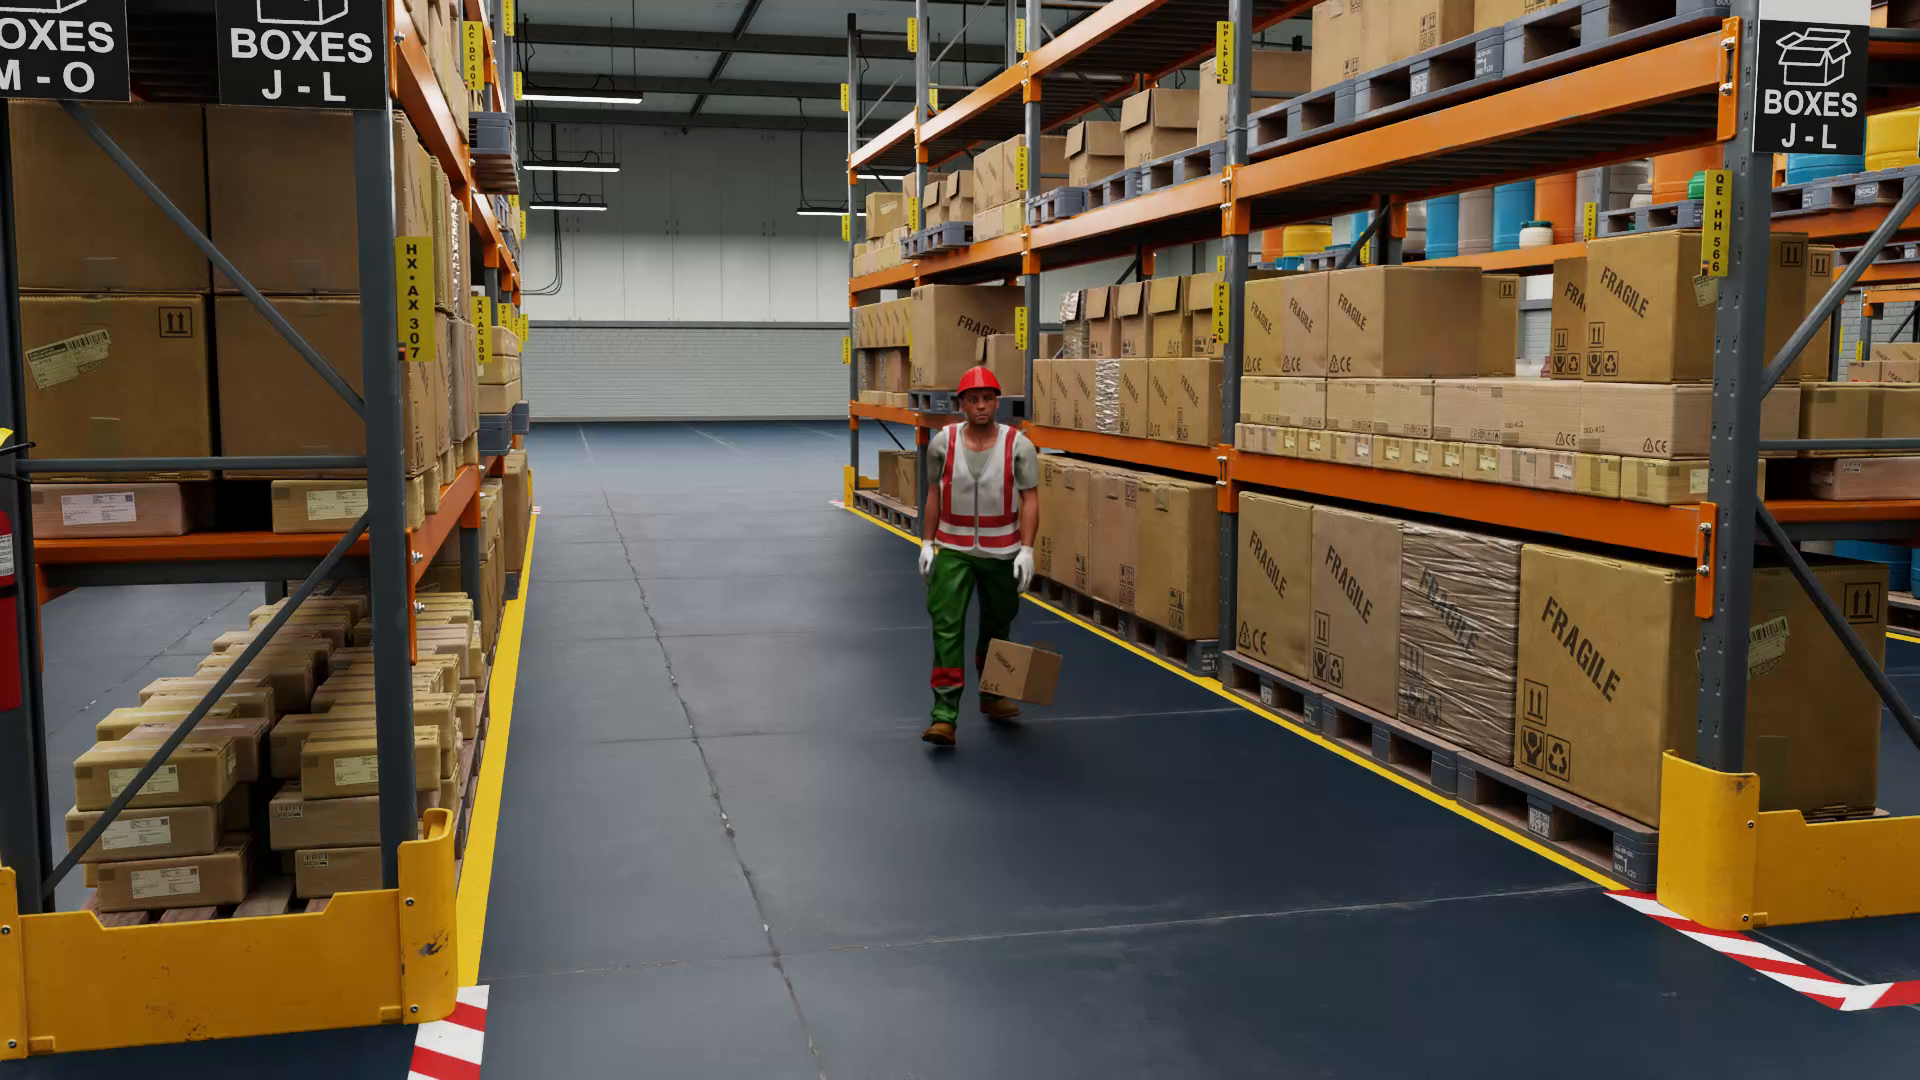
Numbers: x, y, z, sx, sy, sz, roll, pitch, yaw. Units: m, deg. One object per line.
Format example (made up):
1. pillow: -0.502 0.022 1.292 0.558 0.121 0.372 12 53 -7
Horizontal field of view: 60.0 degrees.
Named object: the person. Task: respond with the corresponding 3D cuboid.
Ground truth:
1. person: 0.086 0.062 7.811 0.578 1.748 0.950 0 6 2
